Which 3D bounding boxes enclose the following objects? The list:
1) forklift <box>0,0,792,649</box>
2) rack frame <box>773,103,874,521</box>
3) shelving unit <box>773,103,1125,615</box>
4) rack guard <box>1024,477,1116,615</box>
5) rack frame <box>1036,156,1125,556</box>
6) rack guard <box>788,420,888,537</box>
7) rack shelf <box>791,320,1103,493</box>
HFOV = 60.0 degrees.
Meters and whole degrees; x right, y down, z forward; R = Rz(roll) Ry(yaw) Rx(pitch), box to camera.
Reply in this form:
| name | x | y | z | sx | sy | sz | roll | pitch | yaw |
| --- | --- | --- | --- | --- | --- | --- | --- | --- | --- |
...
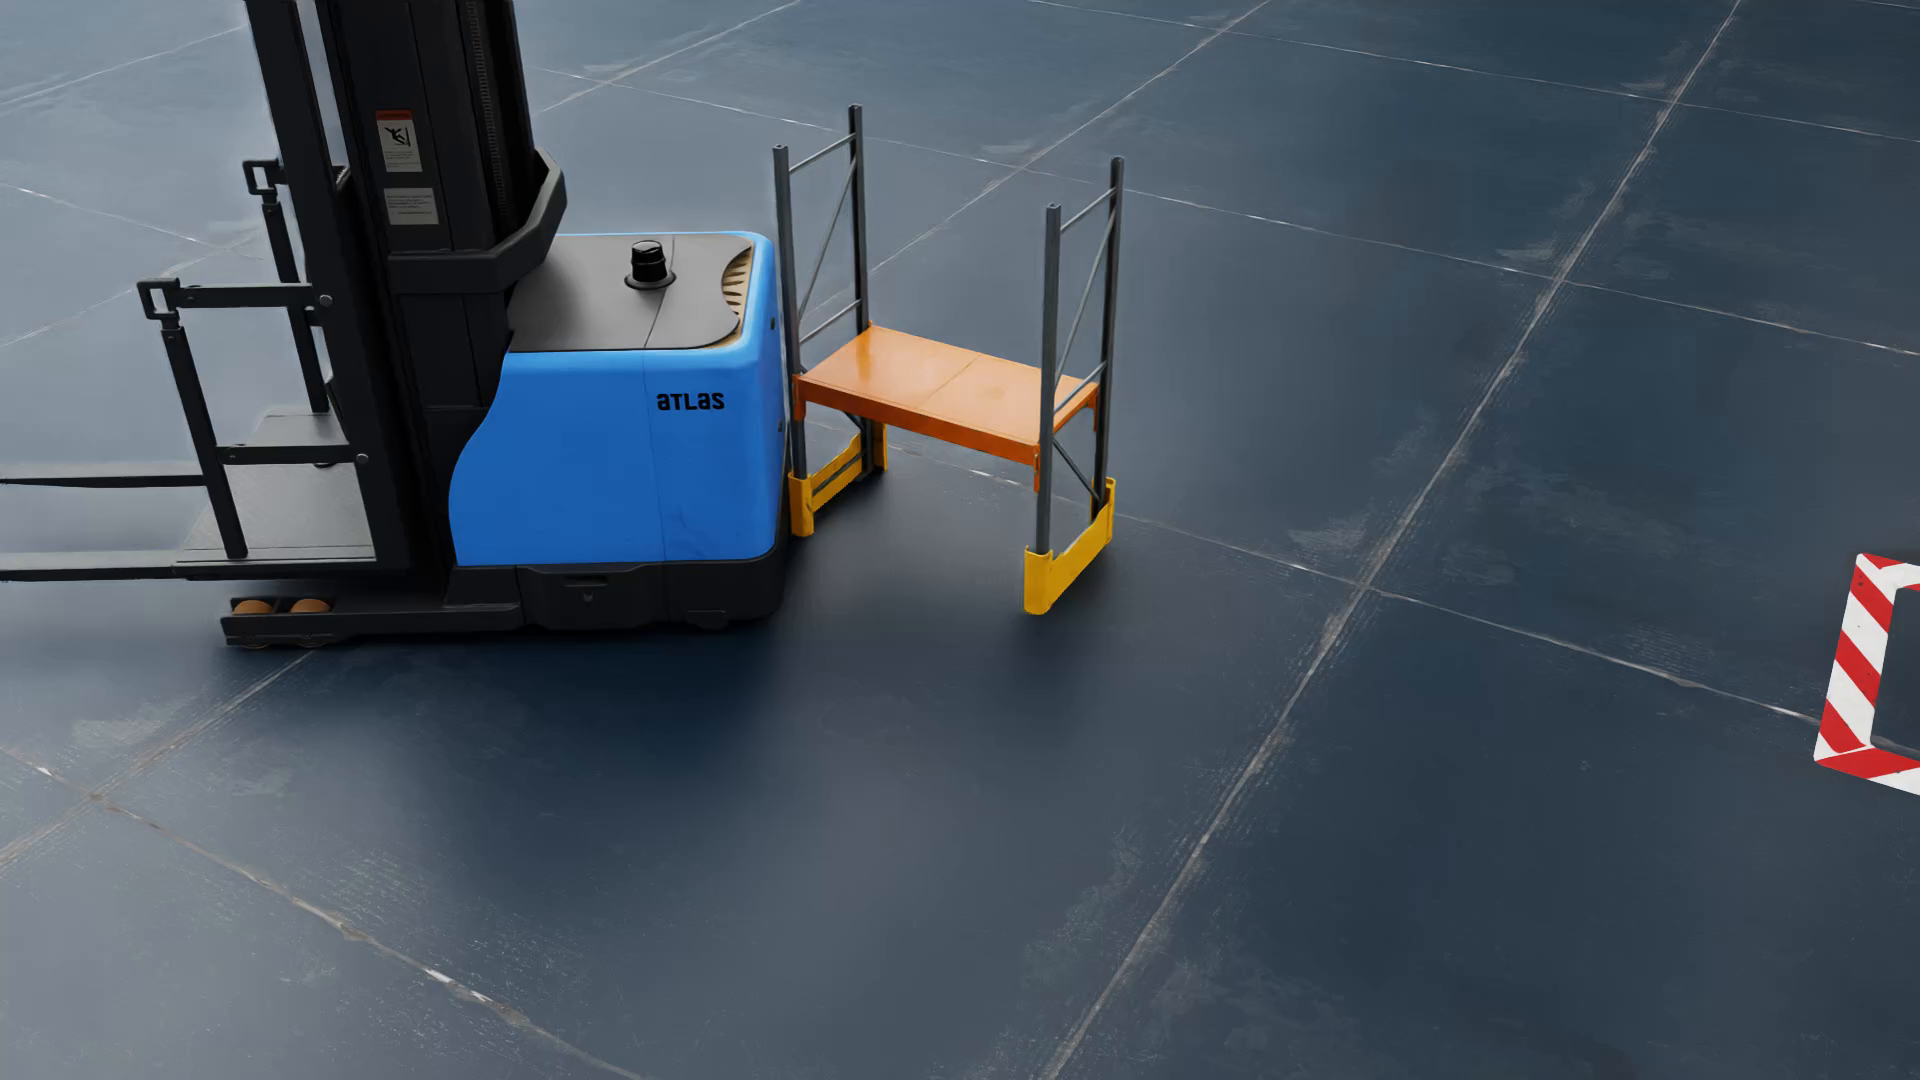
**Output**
| name | x | y | z | sx | sy | sz | roll | pitch | yaw |
| --- | --- | --- | --- | --- | --- | --- | --- | --- | --- |
| forklift | -2.152 | -1.147 | 5.328 | 3.031 | 2.935 | 1.130 | -1 | 34 | -2 |
| rack frame | -0.482 | -0.788 | 6.080 | 0.032 | 1.500 | 0.500 | 18 | 38 | 24 |
| shelving unit | -0.033 | -0.645 | 5.866 | 1.083 | 1.500 | 0.587 | 18 | 38 | 24 |
| rack guard | 0.399 | 0.012 | 6.006 | 0.087 | 0.250 | 0.587 | 18 | 38 | 24 |
| rack frame | 0.400 | -0.508 | 5.659 | 0.032 | 1.500 | 0.500 | 18 | 38 | 24 |
| rack guard | -0.465 | -0.263 | 6.419 | 0.087 | 0.250 | 0.587 | 18 | 38 | 24 |
| rack shelf | -0.041 | -0.498 | 5.969 | 1.000 | 0.185 | 0.538 | 18 | 38 | 24 |
